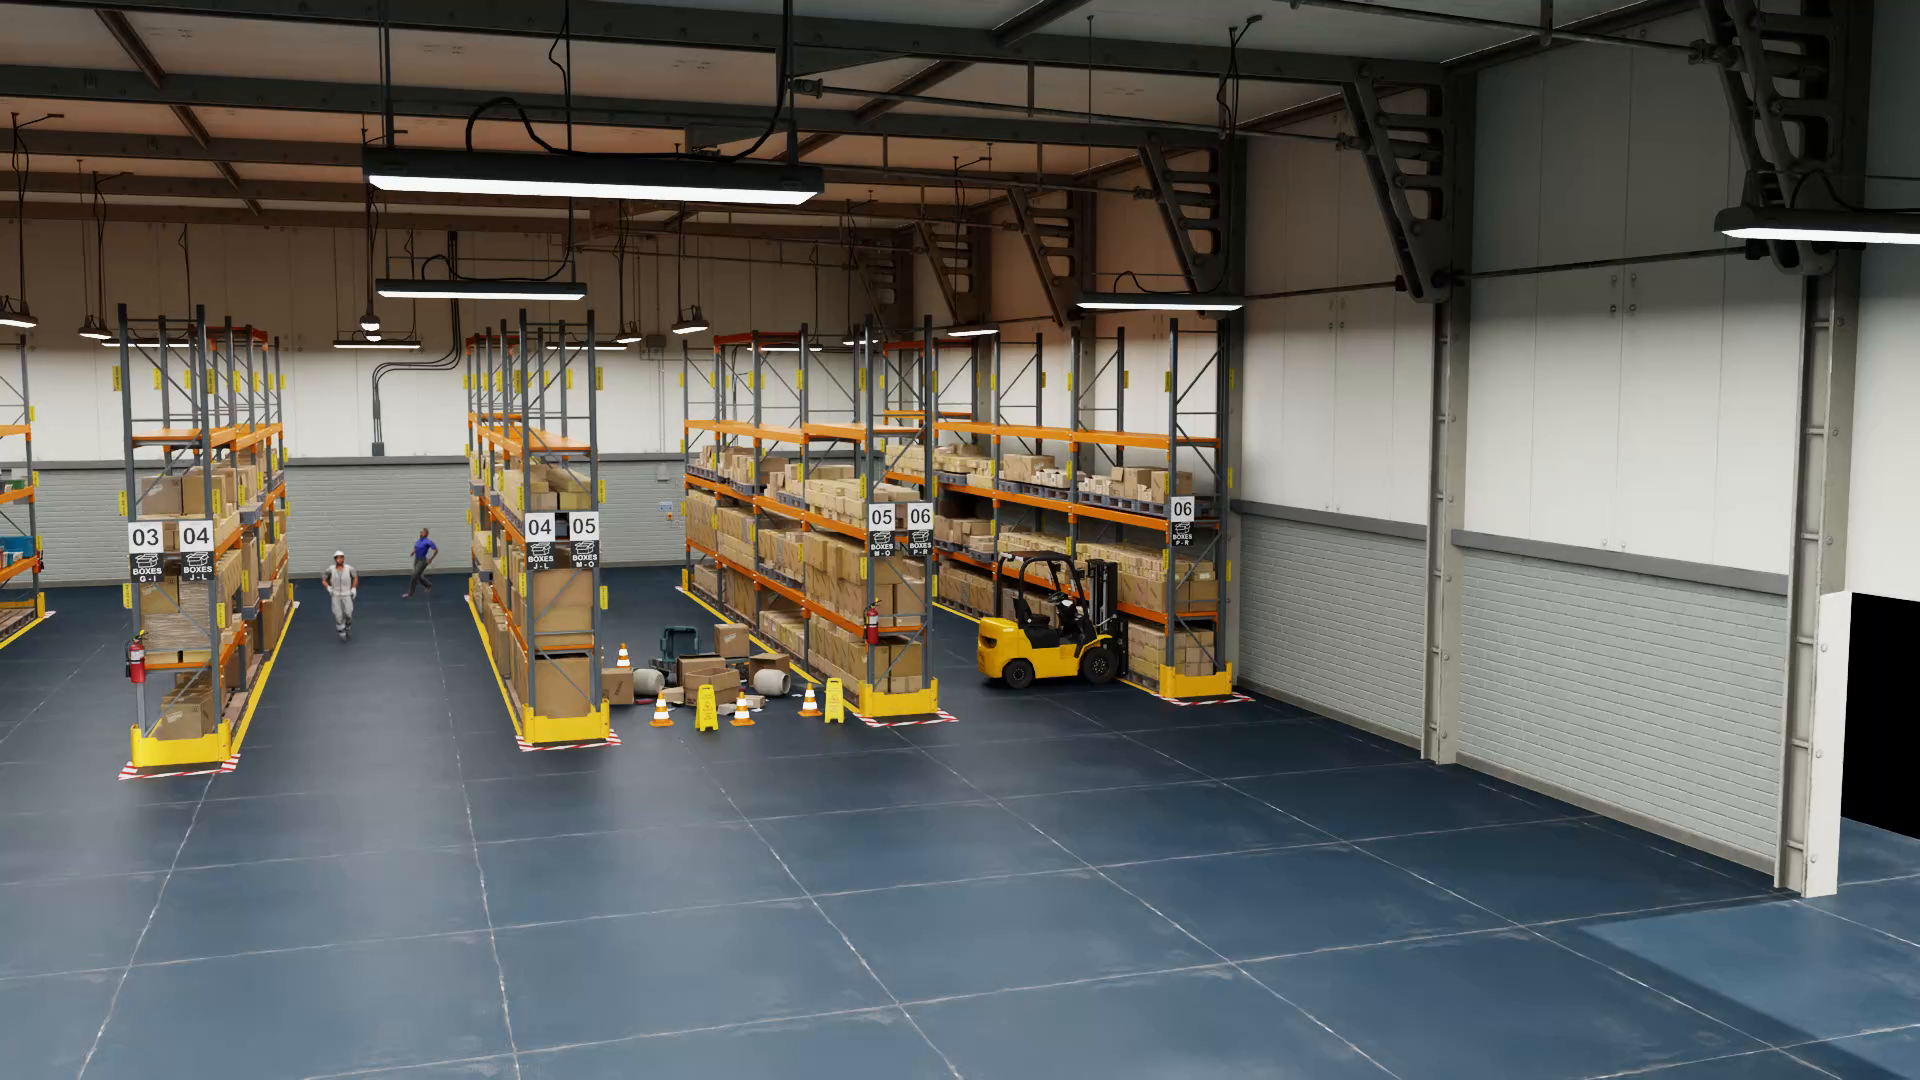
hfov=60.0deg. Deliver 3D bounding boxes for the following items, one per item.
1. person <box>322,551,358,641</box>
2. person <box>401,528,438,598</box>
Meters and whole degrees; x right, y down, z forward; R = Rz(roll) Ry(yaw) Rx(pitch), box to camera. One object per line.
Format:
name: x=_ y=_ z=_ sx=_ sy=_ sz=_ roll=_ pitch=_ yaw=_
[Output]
person: x=-11.948 y=1.086 z=32.064 sx=0.656 sy=1.744 sz=0.551 roll=-2 pitch=6 yaw=-20
person: x=-12.498 y=0.532 z=38.532 sx=0.641 sy=1.597 sz=0.886 roll=5 pitch=7 yaw=40
